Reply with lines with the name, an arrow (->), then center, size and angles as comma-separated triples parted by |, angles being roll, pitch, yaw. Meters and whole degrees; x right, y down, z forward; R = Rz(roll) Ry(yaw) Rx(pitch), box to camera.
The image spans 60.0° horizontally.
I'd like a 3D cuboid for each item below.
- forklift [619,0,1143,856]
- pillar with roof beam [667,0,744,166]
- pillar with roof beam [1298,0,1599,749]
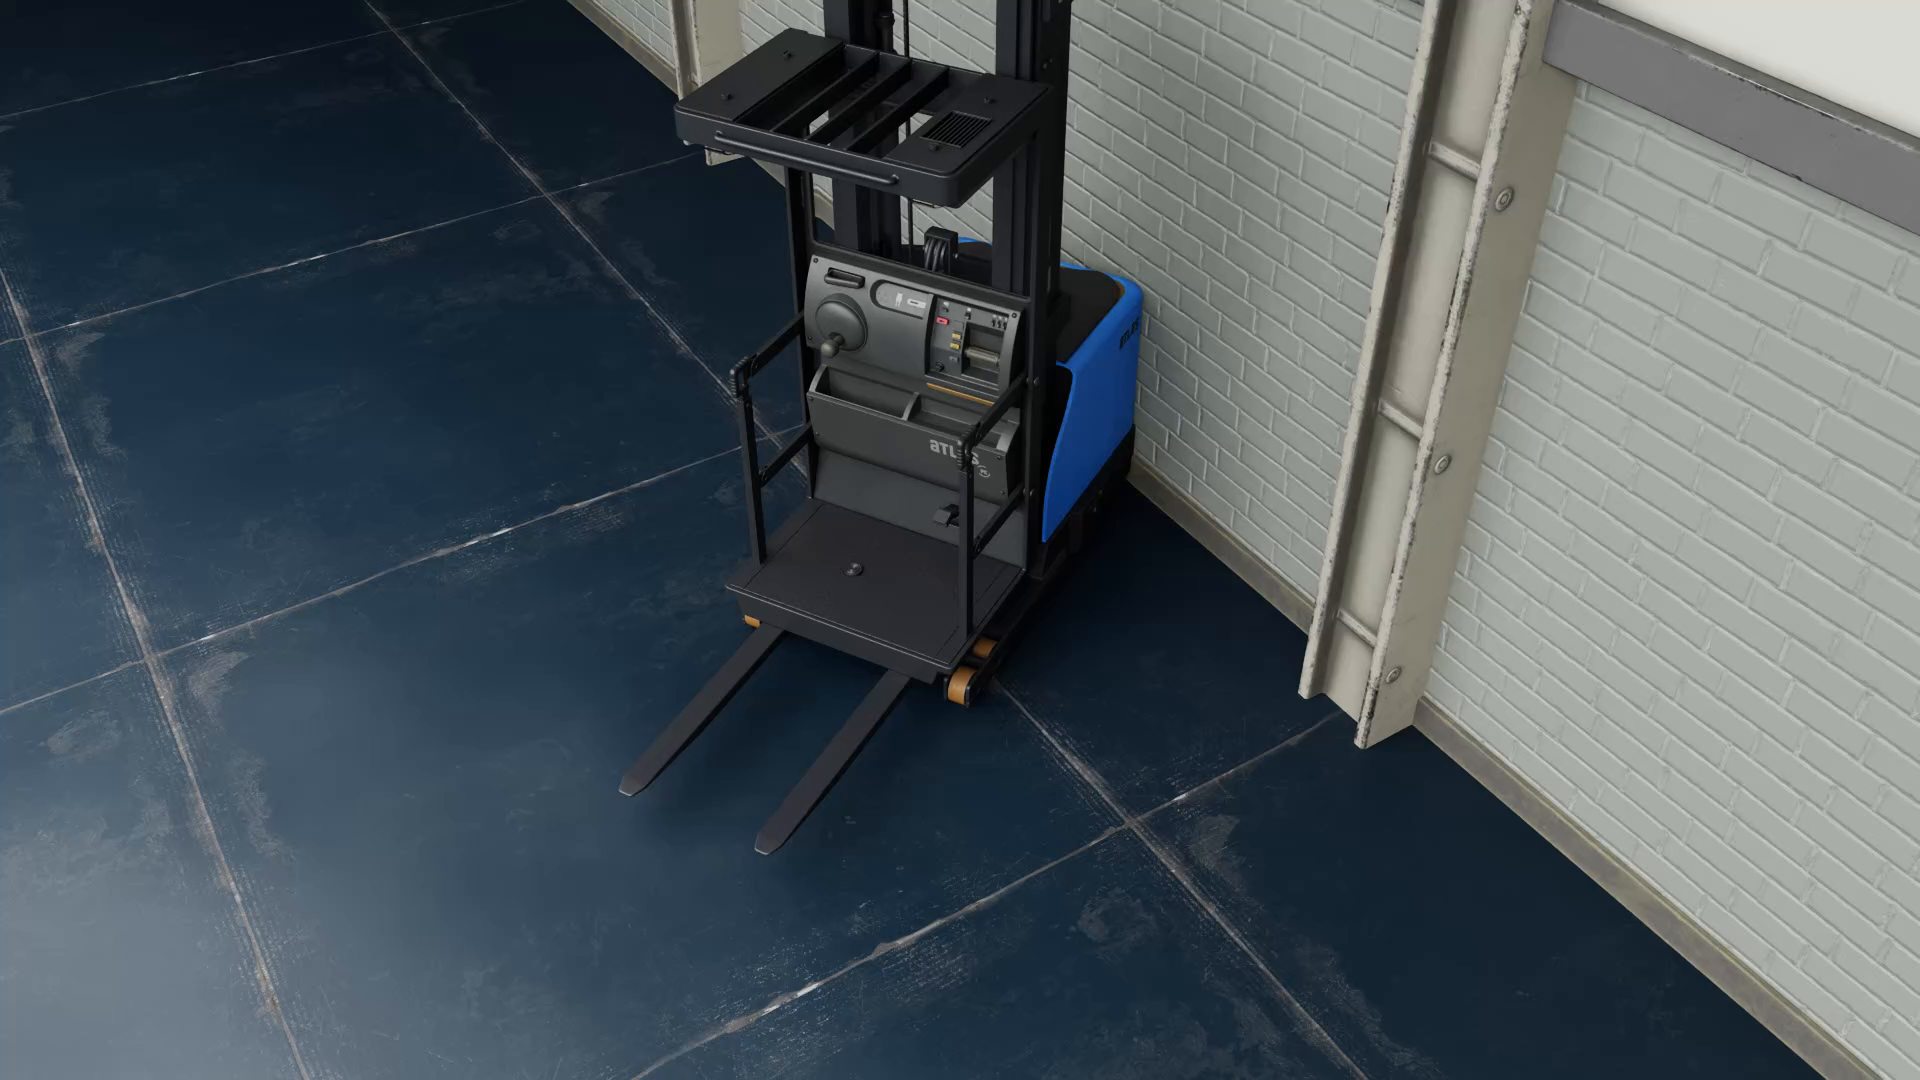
forklift -> -0.292, -0.769, 6.383 | 1.130, 2.935, 3.031 | 18, 43, 21
pillar with roof beam -> -5.203, -4.523, 6.149 | 9.100, 9.000, 0.400 | -22, 45, -24
pillar with roof beam -> -1.977, -1.285, 2.263 | 9.100, 9.000, 0.400 | -22, 45, -24
